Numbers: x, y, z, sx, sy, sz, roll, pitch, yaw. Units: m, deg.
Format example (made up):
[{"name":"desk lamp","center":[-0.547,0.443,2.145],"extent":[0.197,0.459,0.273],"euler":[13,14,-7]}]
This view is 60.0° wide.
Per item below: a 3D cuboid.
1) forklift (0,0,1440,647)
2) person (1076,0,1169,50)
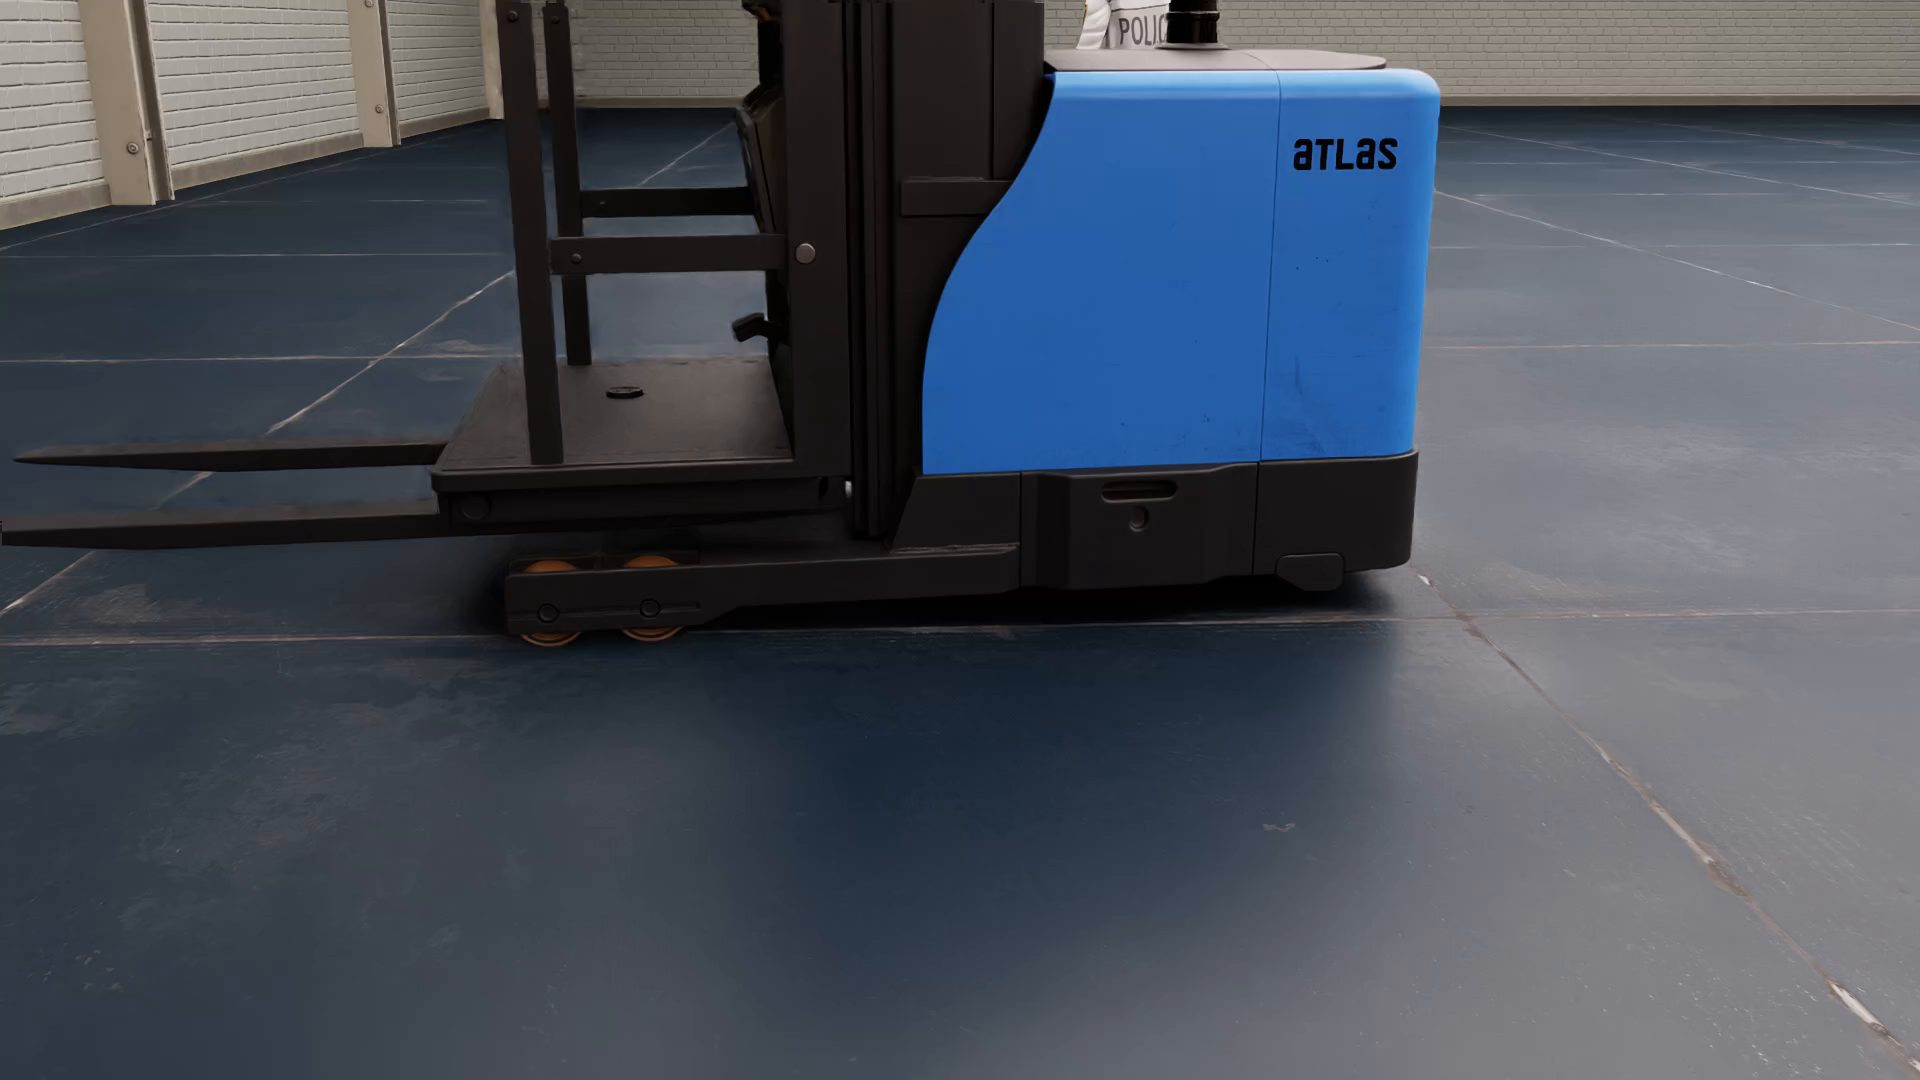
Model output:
[{"name":"forklift","center":[-0.600,-1.359,3.351],"extent":[3.031,2.935,1.130],"euler":[-3,17,-8]},{"name":"person","center":[0.713,-1.784,6.827],"extent":[0.587,1.694,0.531],"euler":[-2,17,-8]}]
